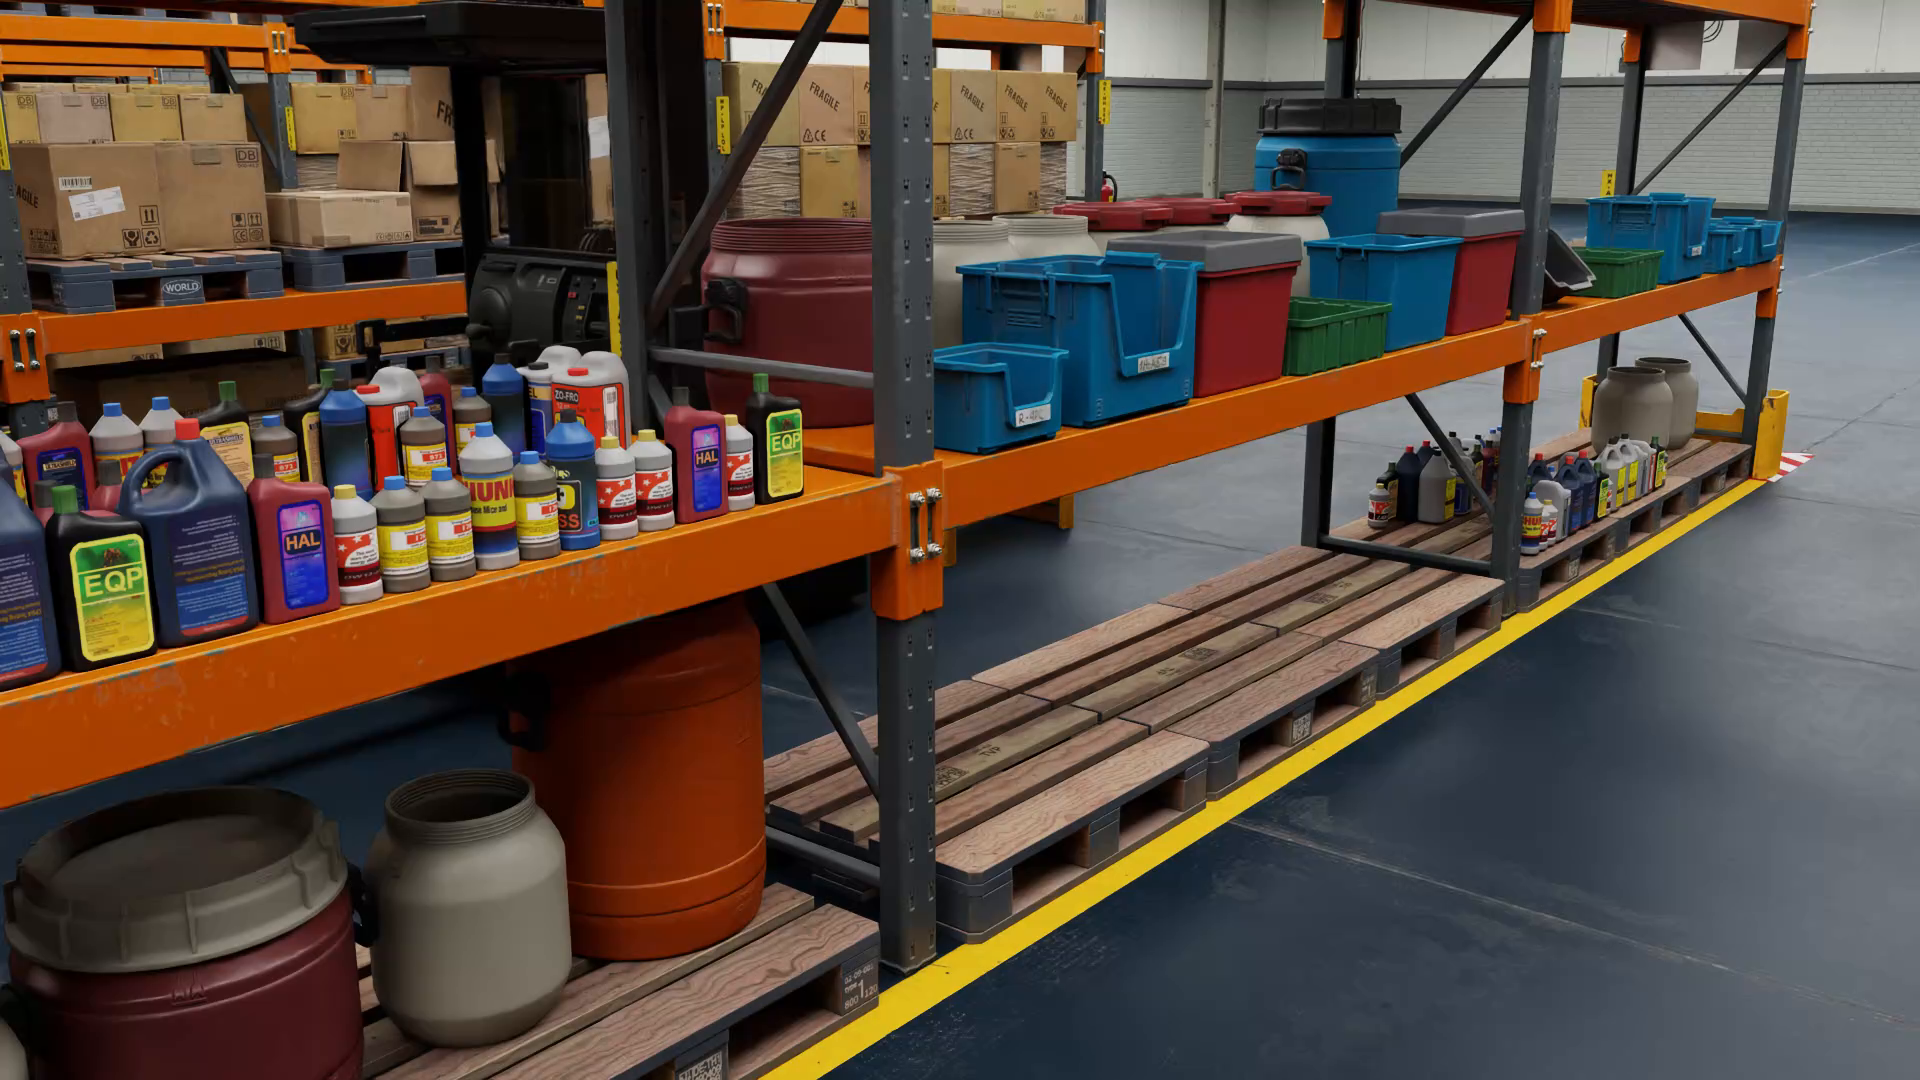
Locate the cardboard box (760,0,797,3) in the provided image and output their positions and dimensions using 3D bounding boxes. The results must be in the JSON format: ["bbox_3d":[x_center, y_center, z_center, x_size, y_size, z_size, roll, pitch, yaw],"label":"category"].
[{"bbox_3d":[-1.343,-3.389,10.083,0.500,0.250,0.500,10,18,35],"label":"cardboard box"}]

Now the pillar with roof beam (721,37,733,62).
[{"bbox_3d":[-1.131,-9.574,28.033,9.100,9.000,0.400,11,18,38],"label":"pillar with roof beam"}]

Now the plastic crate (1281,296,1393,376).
[{"bbox_3d":[1.152,-0.715,5.775,0.450,0.188,0.662,11,18,38],"label":"plastic crate"}]

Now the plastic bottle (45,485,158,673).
[{"bbox_3d":[-1.328,0.051,2.566,0.061,0.283,0.133,11,18,38],"label":"plastic bottle"}]

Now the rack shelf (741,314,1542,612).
[{"bbox_3d":[0.770,-0.463,5.814,1.077,0.370,4.000,11,18,38],"label":"rack shelf"}]

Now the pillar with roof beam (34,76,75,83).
[{"bbox_3d":[-8.673,-7.276,18.987,9.100,9.000,0.400,11,18,38],"label":"pillar with roof beam"}]

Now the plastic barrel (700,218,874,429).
[{"bbox_3d":[-0.431,-0.630,4.736,0.600,0.536,0.708,11,18,38],"label":"plastic barrel"}]

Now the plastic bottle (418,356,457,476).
[{"bbox_3d":[-1.252,-0.283,3.883,0.061,0.283,0.133,11,18,38],"label":"plastic bottle"}]

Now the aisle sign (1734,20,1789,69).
[{"bbox_3d":[4.817,-3.188,9.802,0.394,0.787,0.004,11,18,38],"label":"aisle sign"}]

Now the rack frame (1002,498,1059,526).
[{"bbox_3d":[0.373,-0.841,8.886,0.500,1.500,0.032,11,18,38],"label":"rack frame"}]

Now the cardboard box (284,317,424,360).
[{"bbox_3d":[-5.170,-2.031,13.990,0.875,0.875,0.875,12,18,38],"label":"cardboard box"}]

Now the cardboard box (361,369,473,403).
[{"bbox_3d":[-2.894,-0.653,9.284,0.700,0.500,0.500,9,17,33],"label":"cardboard box"}]

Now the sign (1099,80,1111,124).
[{"bbox_3d":[1.108,-3.352,12.731,0.100,0.325,0.005,11,18,38],"label":"sign"}]

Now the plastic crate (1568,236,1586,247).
[{"bbox_3d":[3.728,-1.711,9.803,0.298,0.136,0.250,11,18,38],"label":"plastic crate"}]

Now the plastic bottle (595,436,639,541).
[{"bbox_3d":[-0.702,-0.107,3.354,0.097,0.201,0.097,0,14,0],"label":"plastic bottle"}]

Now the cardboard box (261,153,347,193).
[{"bbox_3d":[-5.397,-2.893,13.615,0.875,0.550,0.550,11,18,38],"label":"cardboard box"}]

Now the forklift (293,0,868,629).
[{"bbox_3d":[-1.746,-0.930,6.332,1.130,2.935,3.031,12,18,39],"label":"forklift"}]

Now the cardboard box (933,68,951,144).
[{"bbox_3d":[-0.411,-2.974,11.401,0.500,0.500,0.500,11,18,38],"label":"cardboard box"}]

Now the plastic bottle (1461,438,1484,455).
[{"bbox_3d":[2.636,-0.385,8.684,0.152,0.276,0.135,12,18,39],"label":"plastic bottle"}]

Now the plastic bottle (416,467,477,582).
[{"bbox_3d":[-0.947,-0.032,3.061,0.097,0.201,0.097,0,14,0],"label":"plastic bottle"}]

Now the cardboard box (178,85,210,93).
[{"bbox_3d":[-8.157,-4.523,17.497,0.700,0.500,0.500,11,18,37],"label":"cardboard box"}]

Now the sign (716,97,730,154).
[{"bbox_3d":[-1.391,-2.437,9.773,0.100,0.325,0.005,11,18,38],"label":"sign"}]

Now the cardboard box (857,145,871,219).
[{"bbox_3d":[-0.917,-2.432,11.297,0.875,0.500,0.500,11,18,38],"label":"cardboard box"}]

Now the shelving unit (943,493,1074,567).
[{"bbox_3d":[0.048,-0.742,8.496,0.587,1.500,1.083,11,18,38],"label":"shelving unit"}]

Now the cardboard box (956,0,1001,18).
[{"bbox_3d":[-0.057,-3.784,11.638,0.500,0.250,0.500,12,18,39],"label":"cardboard box"}]

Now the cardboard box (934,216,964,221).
[{"bbox_3d":[-0.191,-2.215,11.762,0.380,0.149,0.250,11,18,38],"label":"cardboard box"}]

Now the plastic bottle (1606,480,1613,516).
[{"bbox_3d":[3.172,-0.229,8.221,0.097,0.201,0.097,0,14,0],"label":"plastic bottle"}]

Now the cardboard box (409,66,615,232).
[{"bbox_3d":[-2.434,-2.325,9.611,1.000,1.000,1.000,11,18,38],"label":"cardboard box"}]

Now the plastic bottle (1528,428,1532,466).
[{"bbox_3d":[3.159,-0.553,9.354,0.097,0.271,0.097,0,14,0],"label":"plastic bottle"}]

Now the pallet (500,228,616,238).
[{"bbox_3d":[-2.419,-1.744,9.787,1.003,0.211,1.213,11,18,38],"label":"pallet"}]

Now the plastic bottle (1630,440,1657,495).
[{"bbox_3d":[3.548,-0.390,8.705,0.152,0.276,0.135,11,18,38],"label":"plastic bottle"}]

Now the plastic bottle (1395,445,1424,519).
[{"bbox_3d":[2.208,-0.292,8.166,0.144,0.351,0.185,11,18,36],"label":"plastic bottle"}]

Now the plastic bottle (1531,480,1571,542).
[{"bbox_3d":[2.750,-0.147,7.748,0.152,0.276,0.135,12,19,40],"label":"plastic bottle"}]

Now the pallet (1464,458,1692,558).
[{"bbox_3d":[3.248,-0.200,8.981,1.003,0.211,1.213,11,18,38],"label":"pallet"}]

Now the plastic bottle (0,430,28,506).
[{"bbox_3d":[-1.830,-0.094,3.163,0.097,0.271,0.097,0,14,0],"label":"plastic bottle"}]

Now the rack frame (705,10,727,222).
[{"bbox_3d":[-1.825,-1.961,10.251,1.000,3.000,0.127,11,18,38],"label":"rack frame"}]

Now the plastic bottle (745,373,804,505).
[{"bbox_3d":[-0.409,-0.229,3.667,0.061,0.283,0.133,11,18,38],"label":"plastic bottle"}]

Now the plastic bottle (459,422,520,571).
[{"bbox_3d":[-0.886,-0.085,3.126,0.097,0.271,0.097,0,14,0],"label":"plastic bottle"}]

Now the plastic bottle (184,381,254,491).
[{"bbox_3d":[-1.566,-0.188,3.507,0.061,0.283,0.133,11,18,38],"label":"plastic bottle"}]

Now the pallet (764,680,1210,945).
[{"bbox_3d":[0.030,0.781,5.122,1.003,0.211,1.213,11,18,38],"label":"pallet"}]

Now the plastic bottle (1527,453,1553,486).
[{"bbox_3d":[2.745,-0.237,7.949,0.144,0.351,0.185,11,18,38],"label":"plastic bottle"}]

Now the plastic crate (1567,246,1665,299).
[{"bbox_3d":[3.100,-1.308,8.111,0.450,0.188,0.662,11,18,38],"label":"plastic crate"}]

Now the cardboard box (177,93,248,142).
[{"bbox_3d":[-5.927,-3.185,12.835,0.700,0.500,0.500,11,18,37],"label":"cardboard box"}]

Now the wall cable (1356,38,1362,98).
[{"bbox_3d":[9.714,-12.542,46.022,3.097,2.526,0.112,11,18,38],"label":"wall cable"}]

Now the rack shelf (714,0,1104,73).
[{"bbox_3d":[-0.568,-3.449,11.477,1.077,0.370,4.000,11,18,38],"label":"rack shelf"}]

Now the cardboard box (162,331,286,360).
[{"bbox_3d":[-5.940,-1.728,13.051,1.050,0.750,0.750,11,18,37],"label":"cardboard box"}]

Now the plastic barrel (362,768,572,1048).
[{"bbox_3d":[-1.067,0.792,3.613,0.421,0.512,0.421,0,14,0],"label":"plastic barrel"}]

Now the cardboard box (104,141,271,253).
[{"bbox_3d":[-3.758,-1.679,8.084,0.500,0.500,0.700,-13,19,-41],"label":"cardboard box"}]

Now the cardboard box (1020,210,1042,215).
[{"bbox_3d":[0.395,-2.415,12.548,0.380,0.149,0.250,11,18,38],"label":"cardboard box"}]

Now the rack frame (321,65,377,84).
[{"bbox_3d":[-7.019,-4.261,19.303,1.000,3.000,0.127,11,18,38],"label":"rack frame"}]

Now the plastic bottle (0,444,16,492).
[{"bbox_3d":[-1.783,-0.079,2.940,0.144,0.351,0.185,11,18,38],"label":"plastic bottle"}]

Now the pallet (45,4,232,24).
[{"bbox_3d":[-6.158,-3.926,12.281,0.805,0.209,1.217,10,18,35],"label":"pallet"}]

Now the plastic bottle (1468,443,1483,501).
[{"bbox_3d":[2.627,-0.347,8.520,0.061,0.283,0.133,11,18,38],"label":"plastic bottle"}]

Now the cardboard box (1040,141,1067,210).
[{"bbox_3d":[0.322,-2.819,12.819,0.875,0.500,0.500,11,18,38],"label":"cardboard box"}]

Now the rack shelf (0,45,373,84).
[{"bbox_3d":[-8.276,-4.983,17.514,1.077,0.370,4.000,11,18,38],"label":"rack shelf"}]

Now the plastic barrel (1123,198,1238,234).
[{"bbox_3d":[0.794,-0.971,6.076,0.433,0.535,0.433,0,14,0],"label":"plastic barrel"}]
